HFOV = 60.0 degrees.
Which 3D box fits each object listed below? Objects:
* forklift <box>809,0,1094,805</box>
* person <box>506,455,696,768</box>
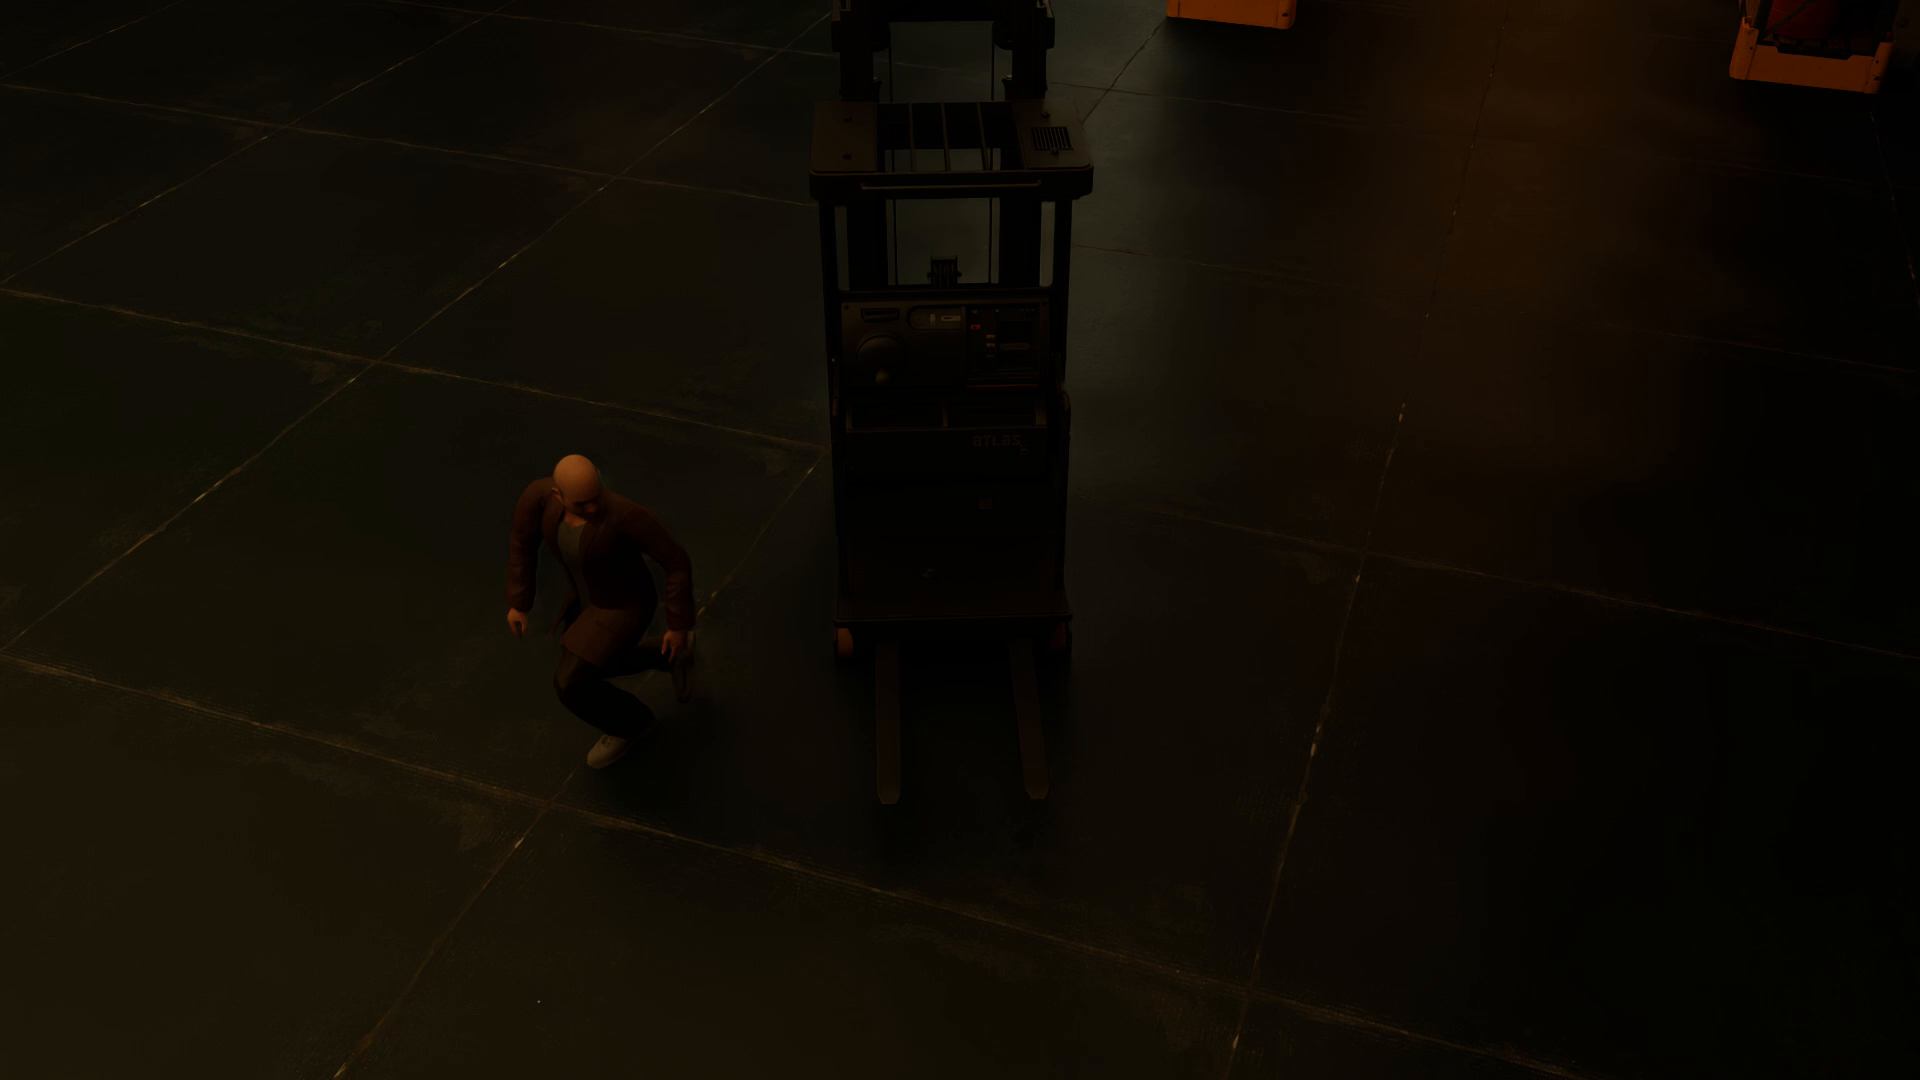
[{"bbox_3d":[-0.051,-0.825,7.274,1.130,2.935,3.031,-2,35,-2],"label":"forklift"},{"bbox_3d":[-1.417,0.239,6.996,0.744,1.560,0.750,29,45,35],"label":"person"}]
